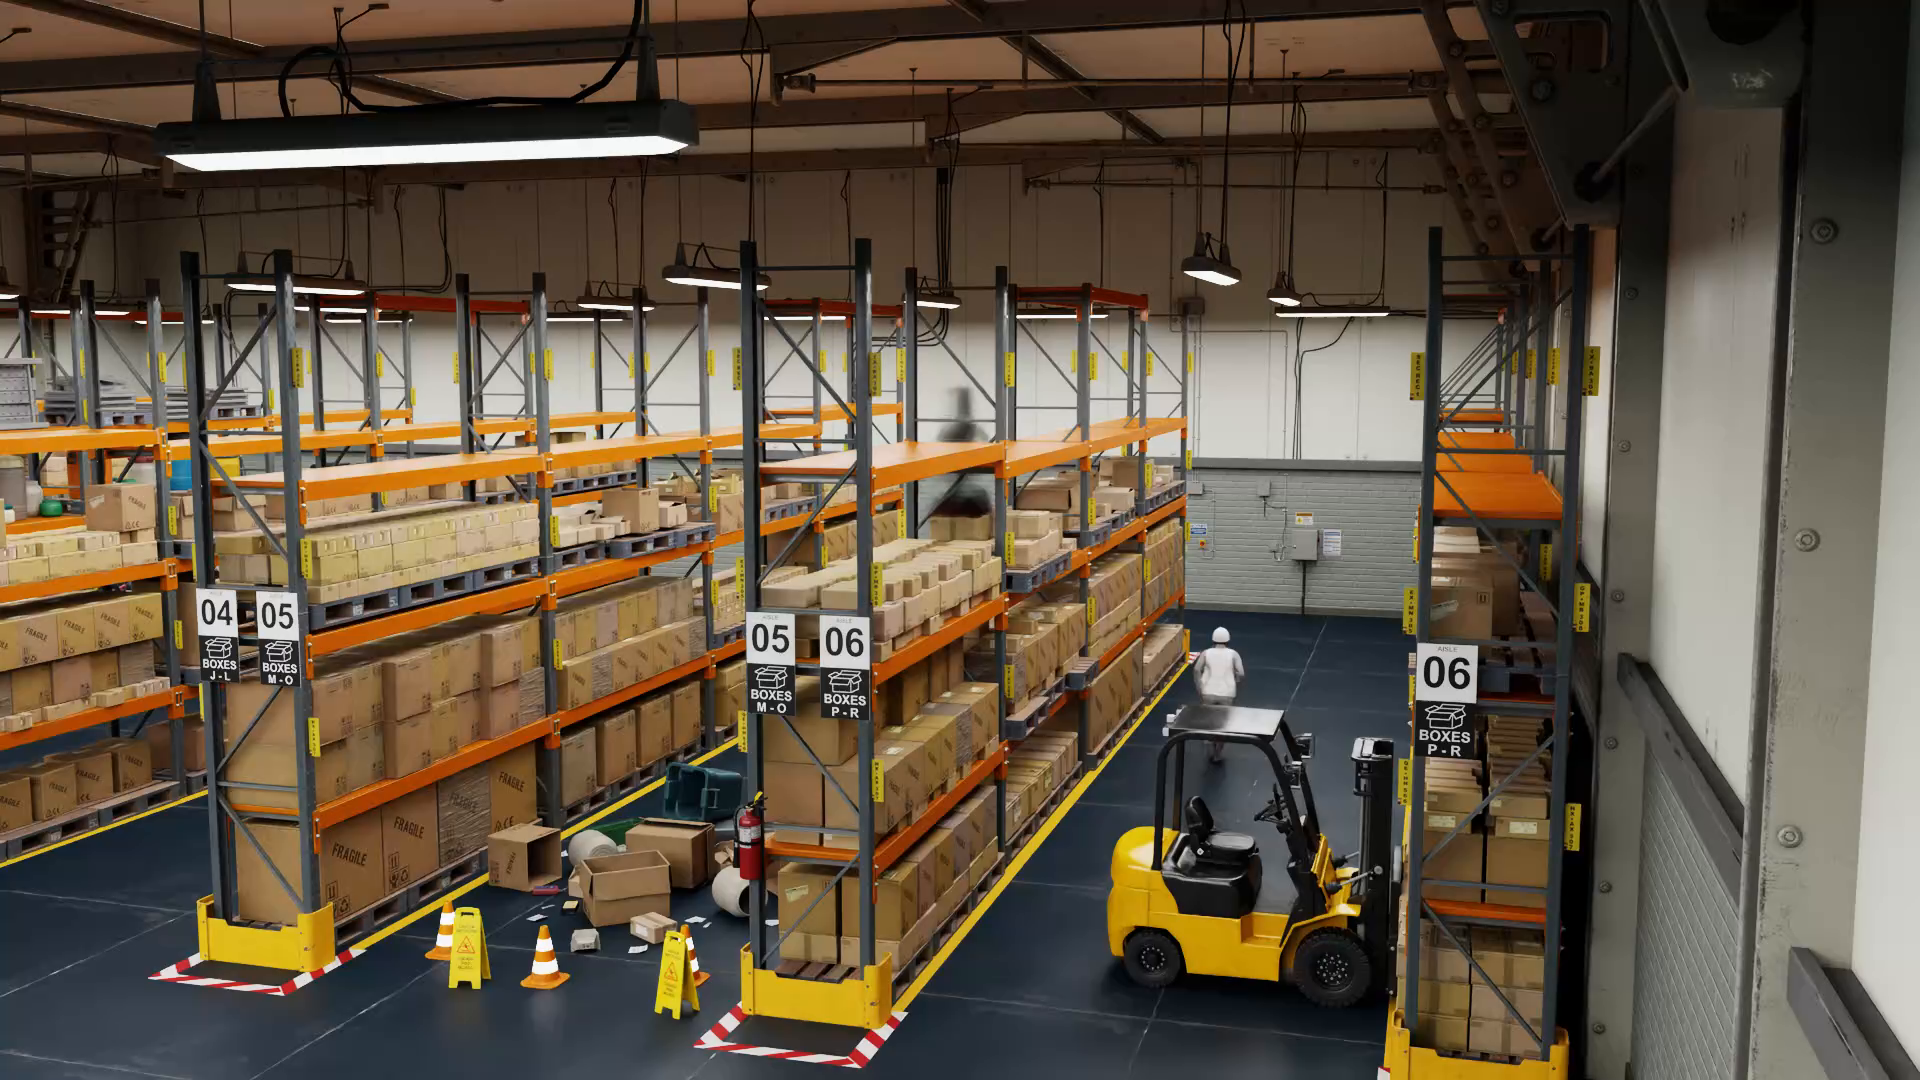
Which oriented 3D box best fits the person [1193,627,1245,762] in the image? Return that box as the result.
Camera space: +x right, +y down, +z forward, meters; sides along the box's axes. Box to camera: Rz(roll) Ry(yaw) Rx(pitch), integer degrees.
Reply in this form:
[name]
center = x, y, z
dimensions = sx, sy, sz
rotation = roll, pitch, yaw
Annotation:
[person]
center = 3.244, 1.989, 20.929
dimensions = 0.636, 1.721, 0.847
rotation = 2, 7, 18
